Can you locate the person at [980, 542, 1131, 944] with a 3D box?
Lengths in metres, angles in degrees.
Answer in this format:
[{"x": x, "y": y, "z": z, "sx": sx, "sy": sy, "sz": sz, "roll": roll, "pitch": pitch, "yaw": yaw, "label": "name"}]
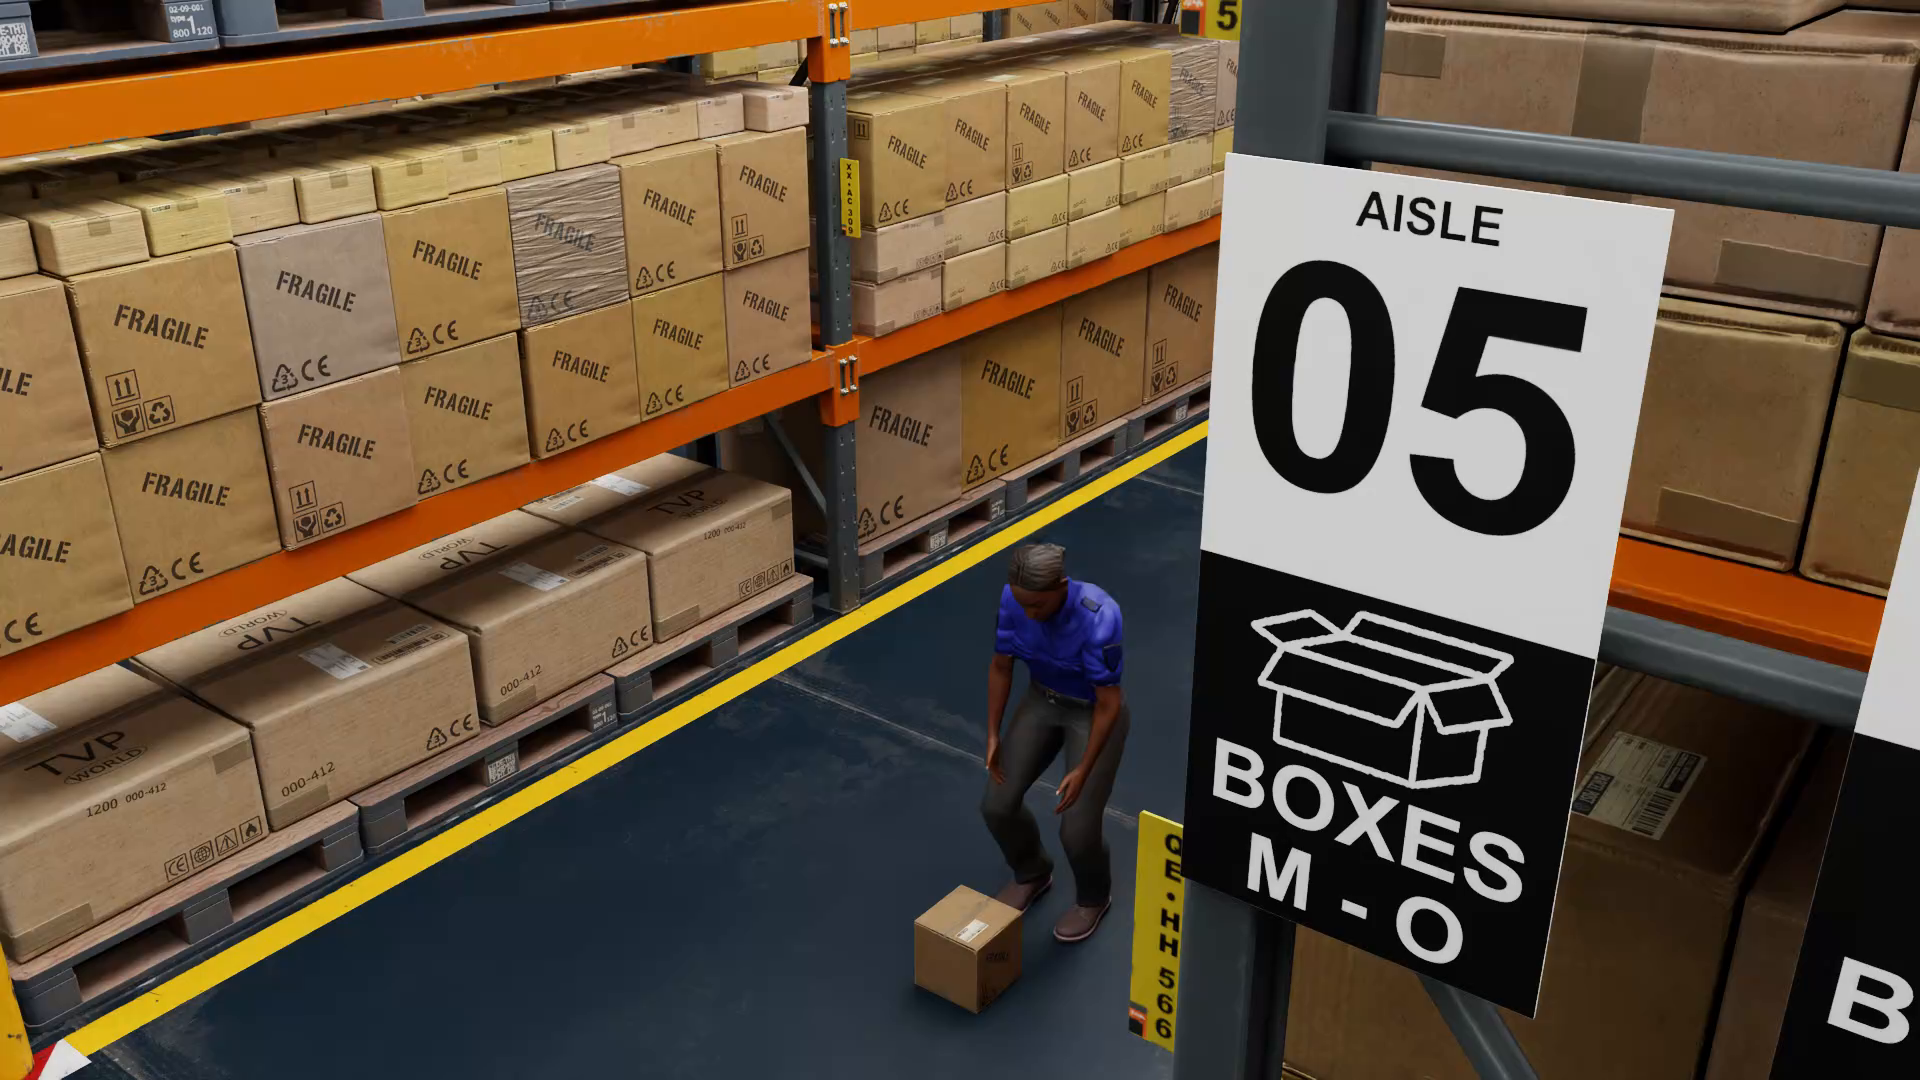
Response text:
[{"x": 0.336, "y": 0.630, "z": 5.426, "sx": 0.490, "sy": 1.465, "sz": 0.555, "roll": 17, "pitch": 29, "yaw": 34, "label": "person"}]
